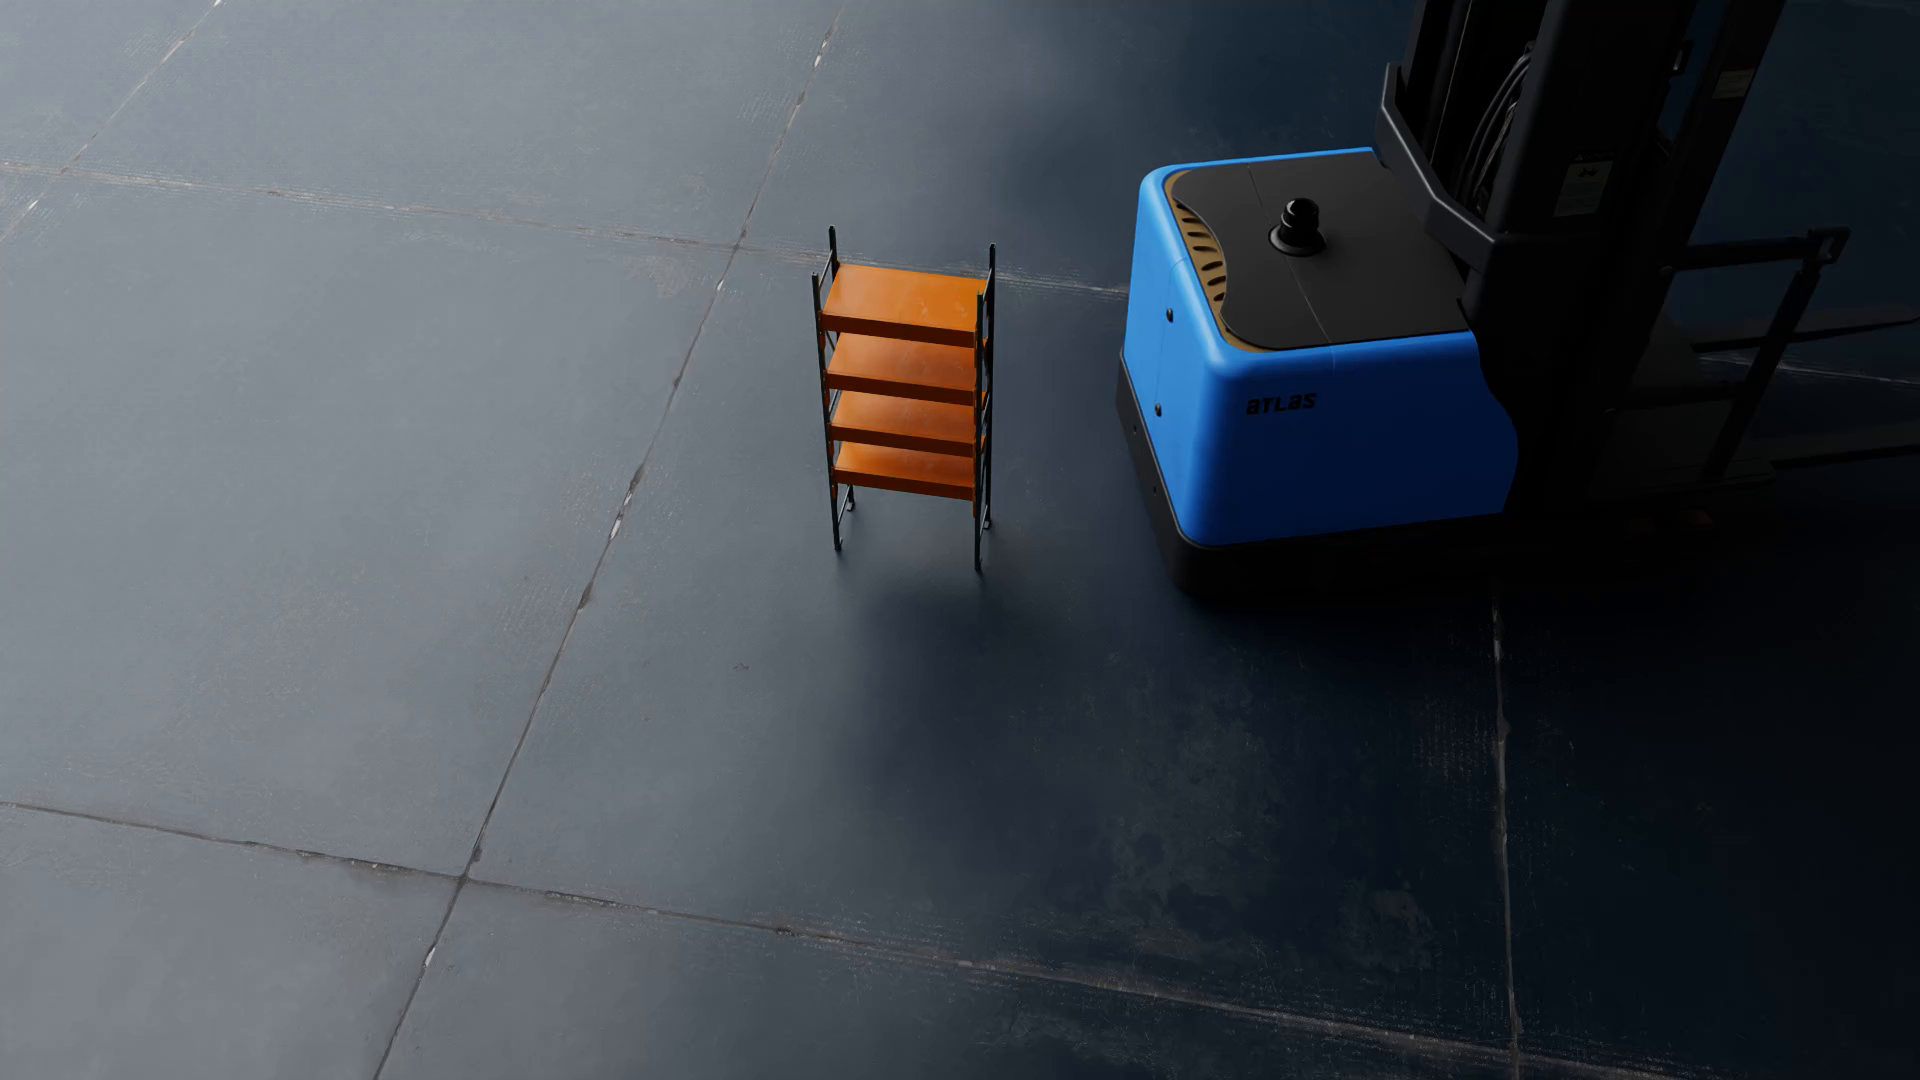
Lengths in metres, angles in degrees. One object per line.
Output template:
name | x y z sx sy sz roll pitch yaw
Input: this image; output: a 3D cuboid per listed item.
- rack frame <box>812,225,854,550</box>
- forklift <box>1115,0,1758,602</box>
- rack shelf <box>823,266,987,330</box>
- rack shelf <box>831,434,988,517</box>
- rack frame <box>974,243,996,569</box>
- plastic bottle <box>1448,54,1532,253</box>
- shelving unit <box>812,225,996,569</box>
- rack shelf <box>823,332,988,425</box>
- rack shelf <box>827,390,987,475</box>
rack frame | -0.403 -0.455 5.352 0.015 1.200 0.240 8 49 7
forklift | 1.593 -1.204 4.904 1.939 2.867 1.129 -7 48 -6
rack shelf | -0.163 -0.712 5.002 0.457 0.050 0.221 8 49 7
rack shelf | -0.163 -0.245 5.521 0.480 0.148 0.258 8 49 7
rack frame | 0.077 -0.391 5.294 0.015 1.200 0.240 8 49 7
plastic bottle | -17.673 -5.082 8.860 40.324 1.202 4.066 8 49 7
shelving unit | -13.711 -2.623 6.797 28.100 1.949 0.597 8 49 7
rack shelf | -0.163 -0.527 5.207 0.480 0.148 0.258 8 49 7
rack shelf | -13.717 -2.777 6.627 28.088 1.490 0.597 8 49 7
